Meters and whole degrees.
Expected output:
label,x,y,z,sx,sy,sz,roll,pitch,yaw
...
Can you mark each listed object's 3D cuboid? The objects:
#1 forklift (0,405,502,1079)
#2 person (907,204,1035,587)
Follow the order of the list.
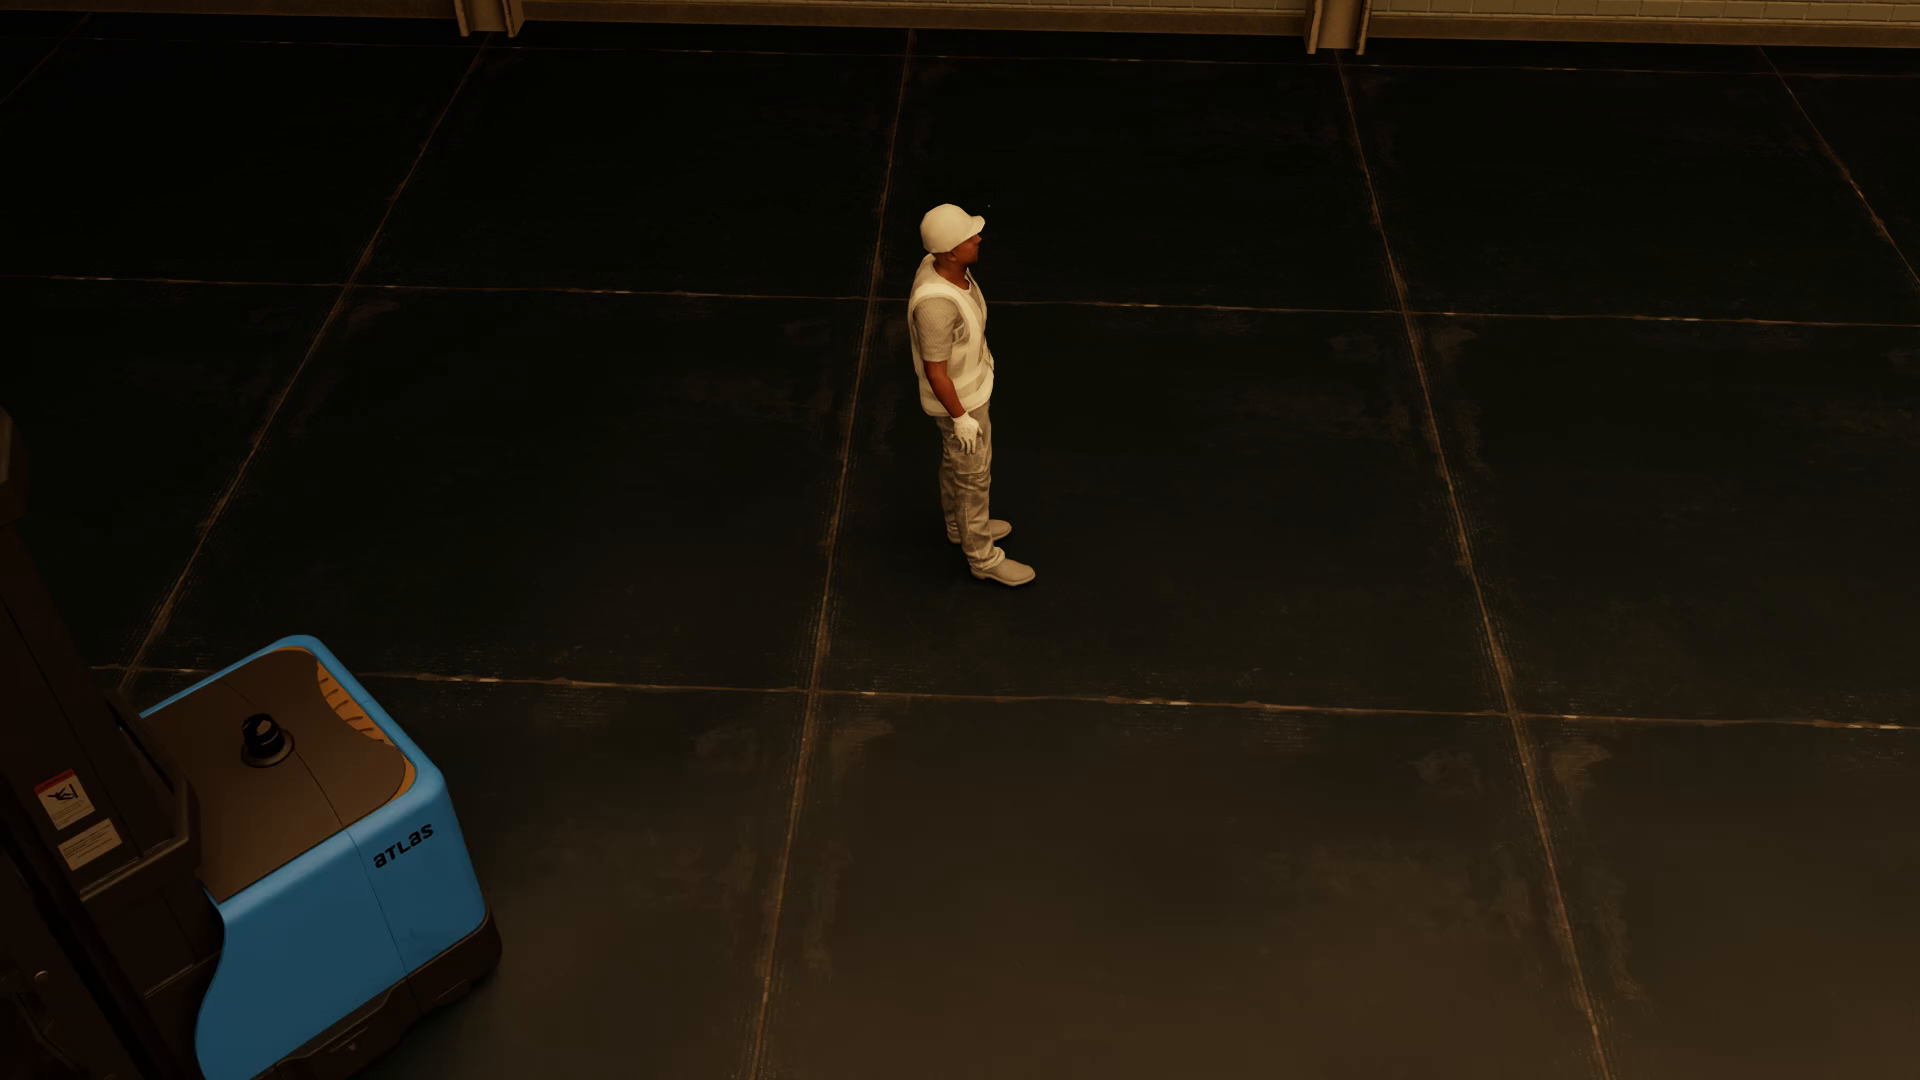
label,x,y,z,sx,sy,sz,roll,pitch,yaw
forklift,-3.109,0.942,4.710,3.031,2.935,1.130,-32,51,-30
person,0.071,-0.656,7.301,0.577,1.782,0.656,2,42,2
